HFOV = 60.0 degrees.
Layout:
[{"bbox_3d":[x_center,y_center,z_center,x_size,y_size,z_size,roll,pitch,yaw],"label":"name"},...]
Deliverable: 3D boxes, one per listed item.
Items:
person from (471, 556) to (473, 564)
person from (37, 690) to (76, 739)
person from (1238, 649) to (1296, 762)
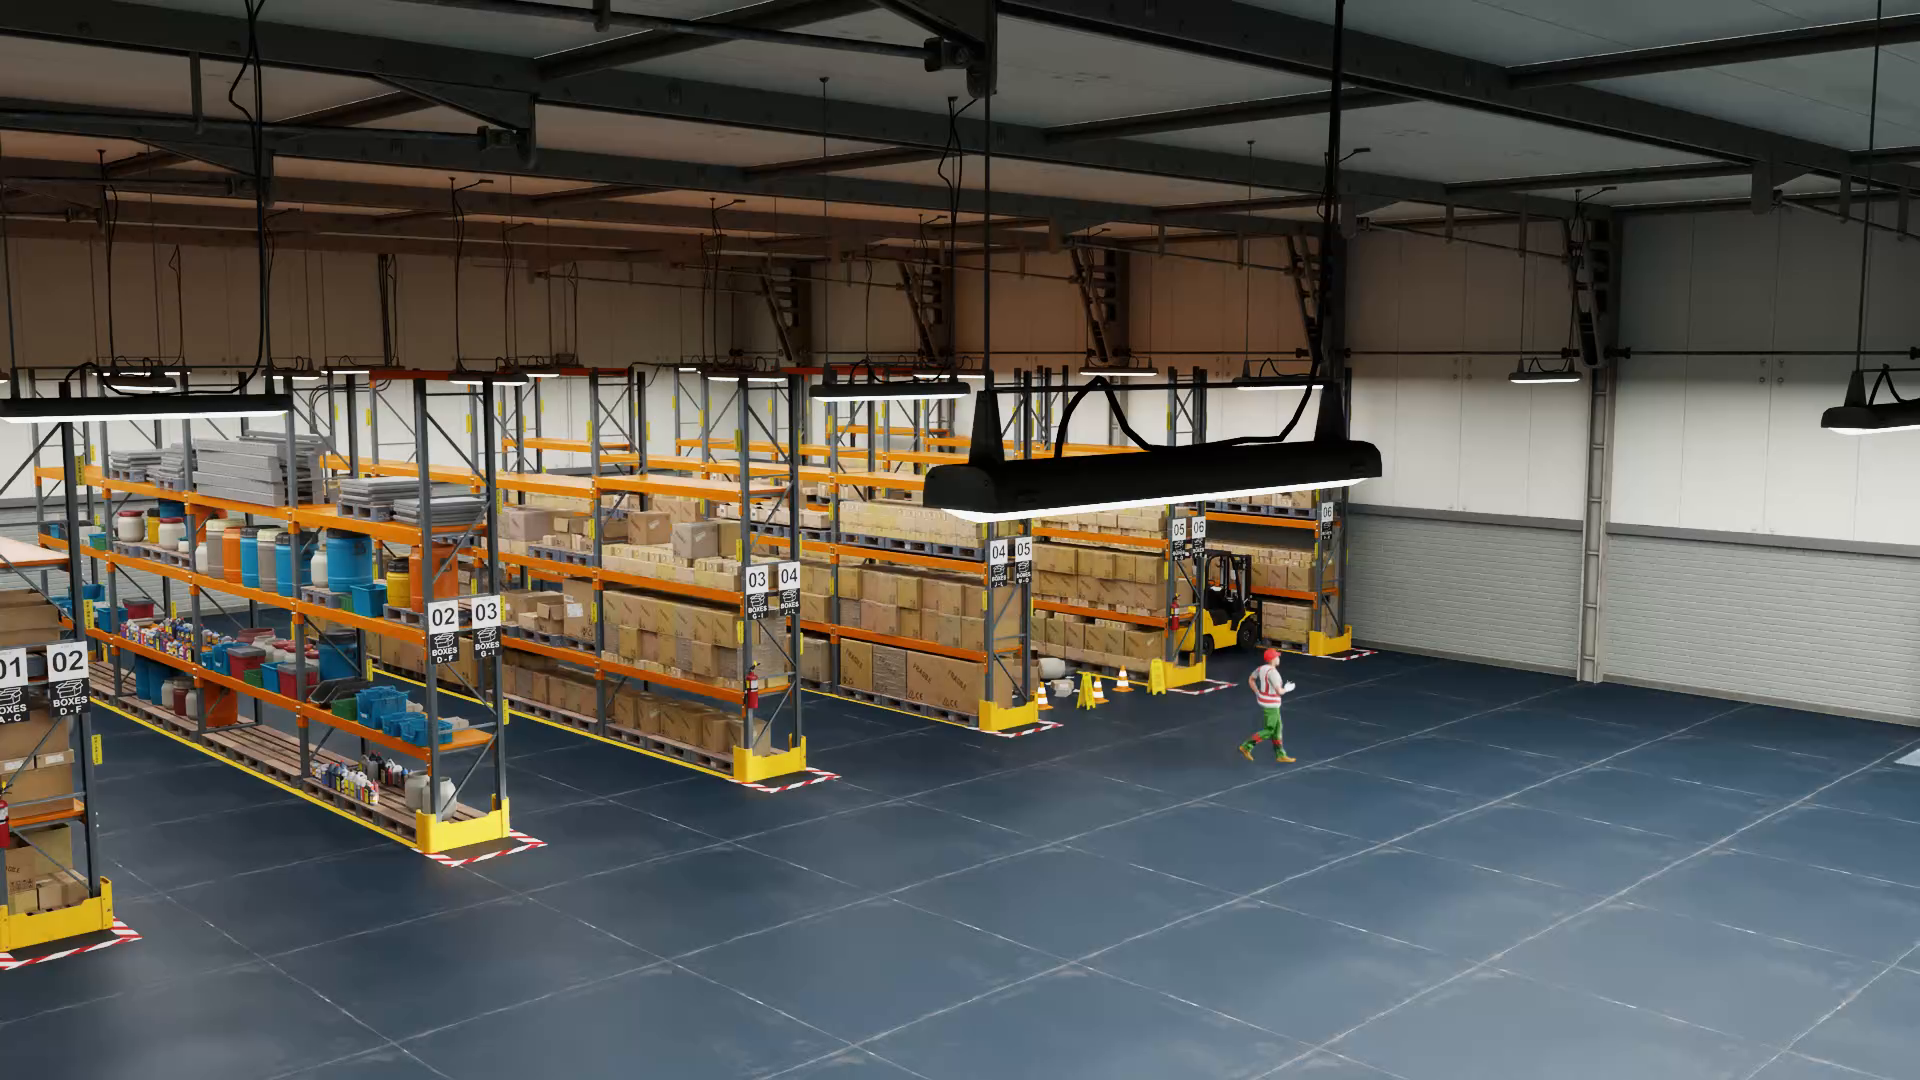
[{"bbox_3d":[-11.562,1.061,39.870,0.573,1.570,0.830,4,8,32],"label":"person"},{"bbox_3d":[-14.139,2.581,26.204,0.642,1.645,0.615,5,8,40],"label":"person"},{"bbox_3d":[4.721,2.547,25.493,0.941,1.774,0.665,-1,7,-8],"label":"person"}]
